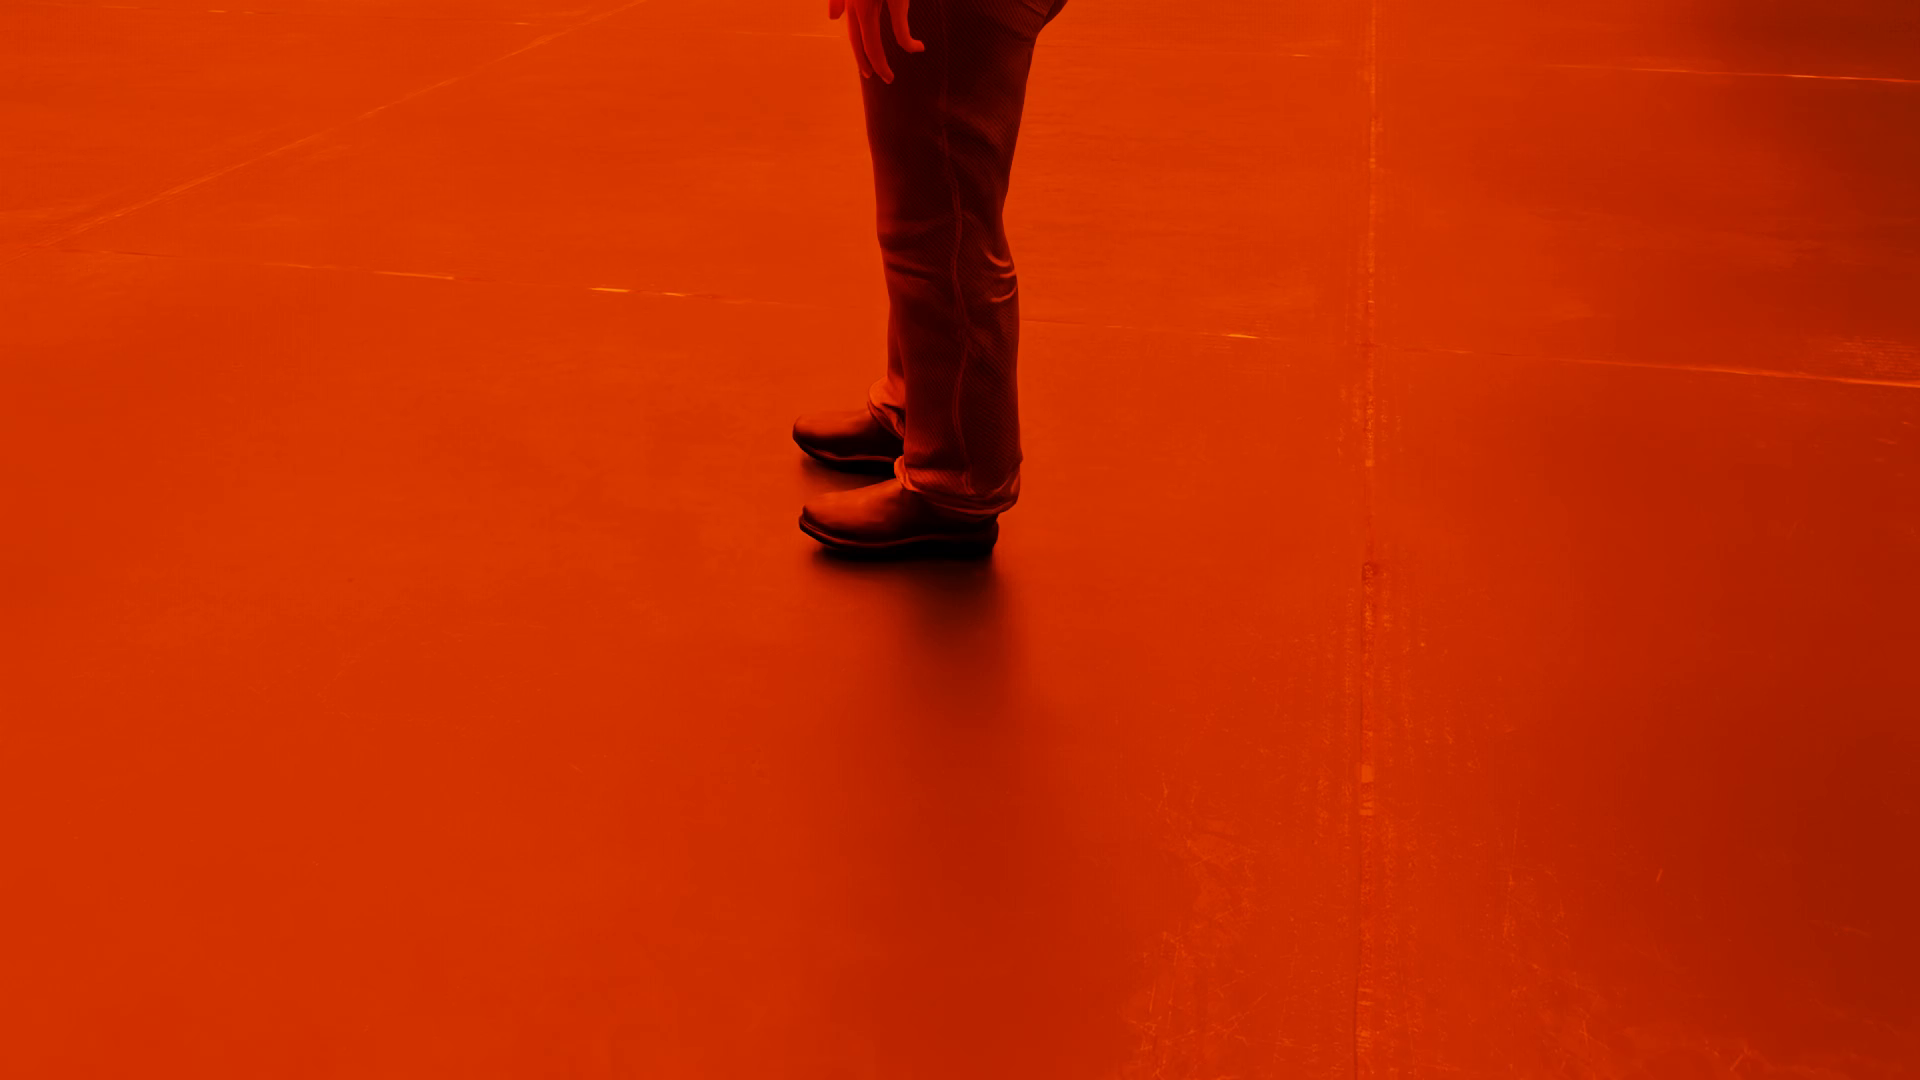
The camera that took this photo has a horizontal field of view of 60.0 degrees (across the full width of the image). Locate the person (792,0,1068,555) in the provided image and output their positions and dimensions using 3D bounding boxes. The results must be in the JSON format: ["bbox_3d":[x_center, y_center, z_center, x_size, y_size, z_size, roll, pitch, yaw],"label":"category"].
[{"bbox_3d":[-0.058,-0.785,2.128,0.568,1.720,0.632,6,27,11],"label":"person"}]
